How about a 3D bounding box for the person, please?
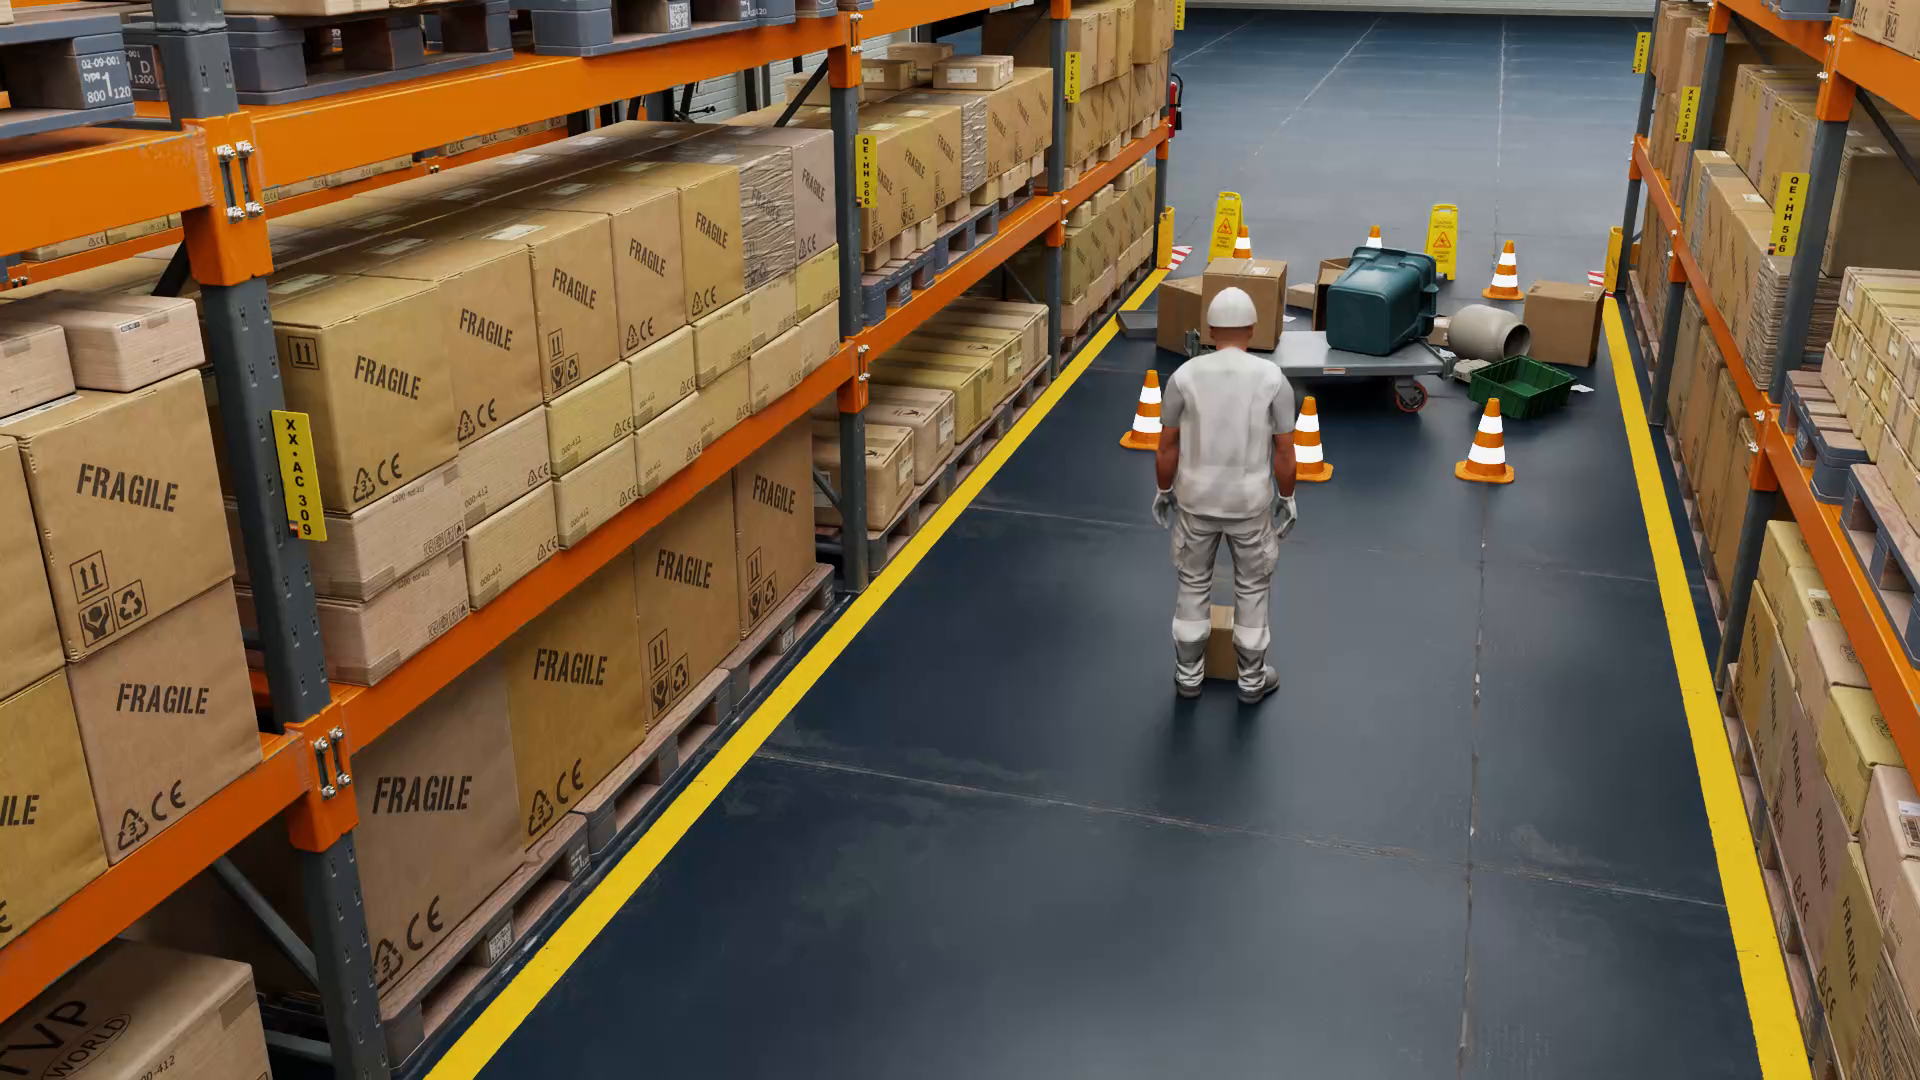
[{"bbox_3d":[15.453,-1.791,11.124,26.189,1.731,16.159,5,22,13],"label":"person"}]
